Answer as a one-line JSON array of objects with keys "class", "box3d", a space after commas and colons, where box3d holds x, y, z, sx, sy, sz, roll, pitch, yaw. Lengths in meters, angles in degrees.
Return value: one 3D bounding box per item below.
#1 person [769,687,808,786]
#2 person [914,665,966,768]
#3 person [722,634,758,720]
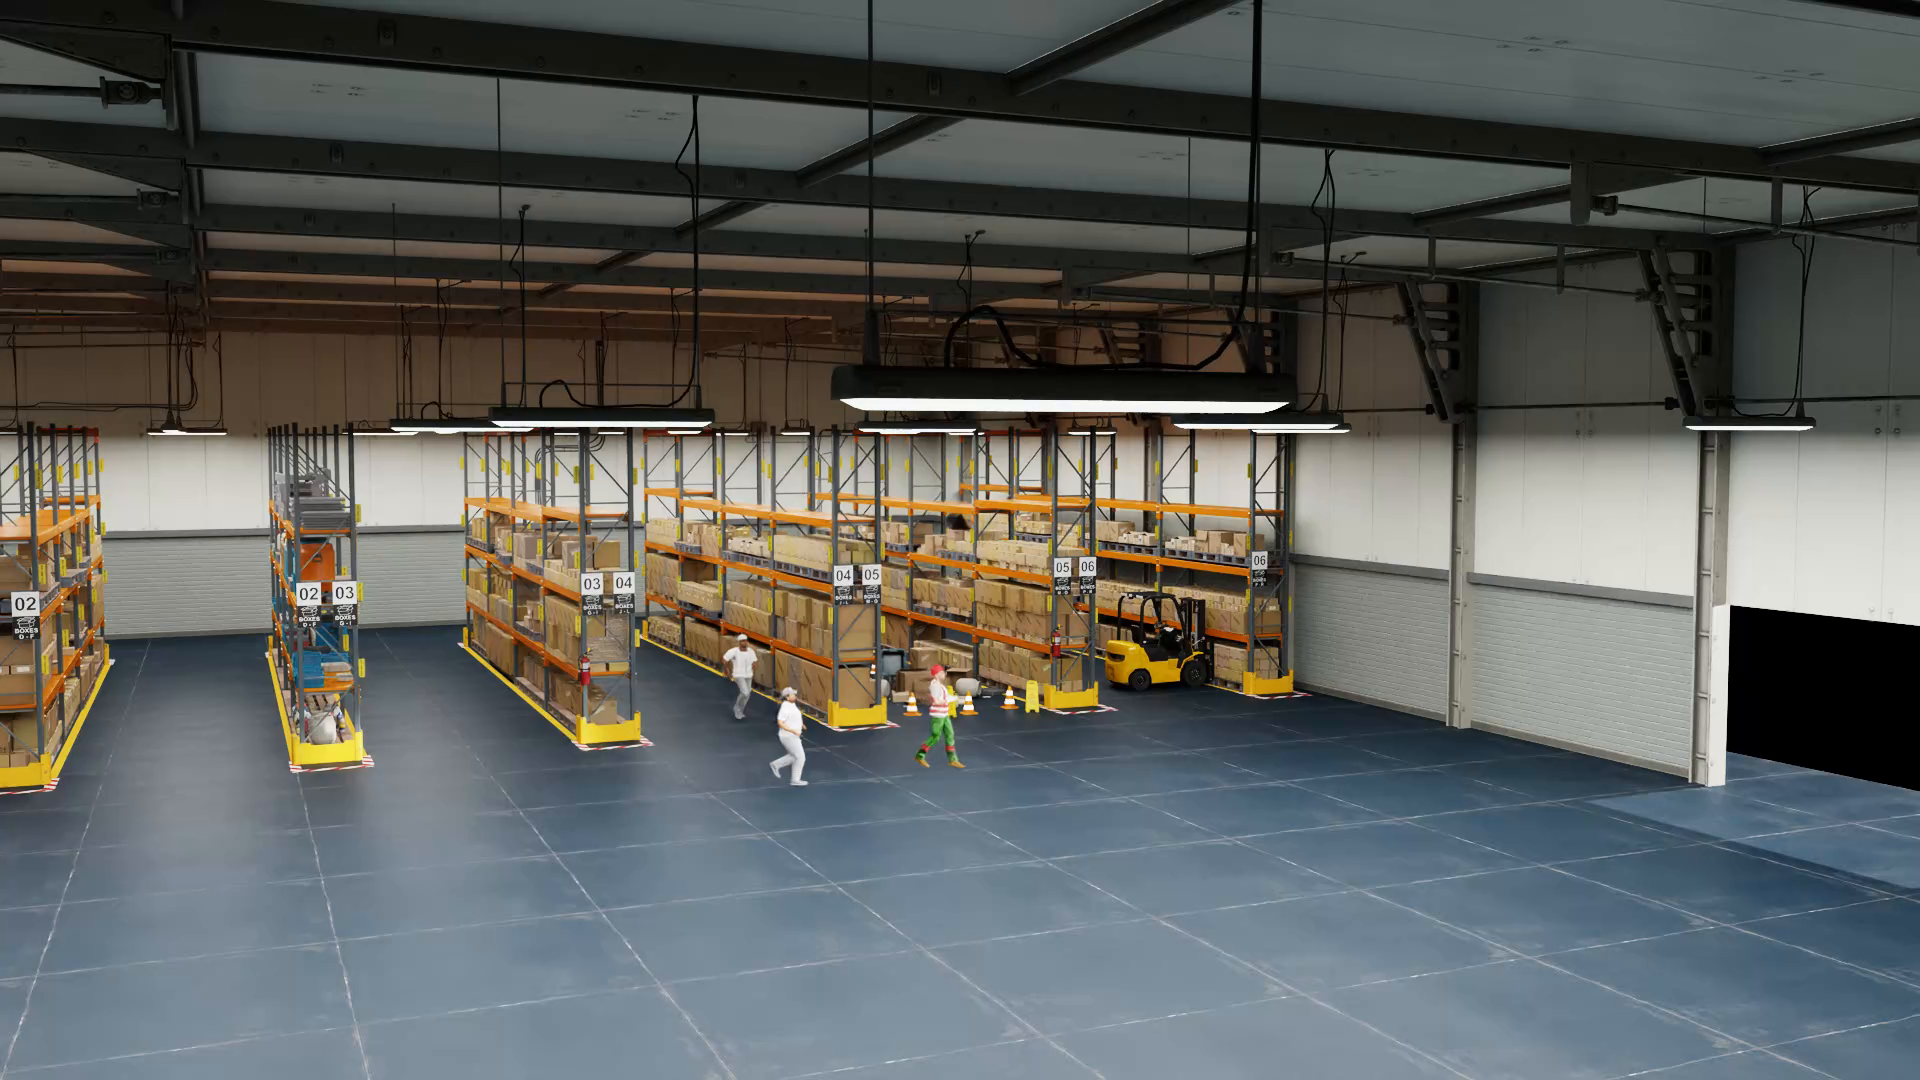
[{"class": "person", "box3d": [-2.840, 3.235, 27.428, 0.664, 1.619, 0.611, 0, 3, 4]}, {"class": "person", "box3d": [-0.350, 3.039, 28.626, 0.901, 1.795, 0.645, 1, 4, 11]}, {"class": "person", "box3d": [-4.390, 2.779, 33.710, 0.676, 1.742, 0.673, -3, 5, -40]}]
